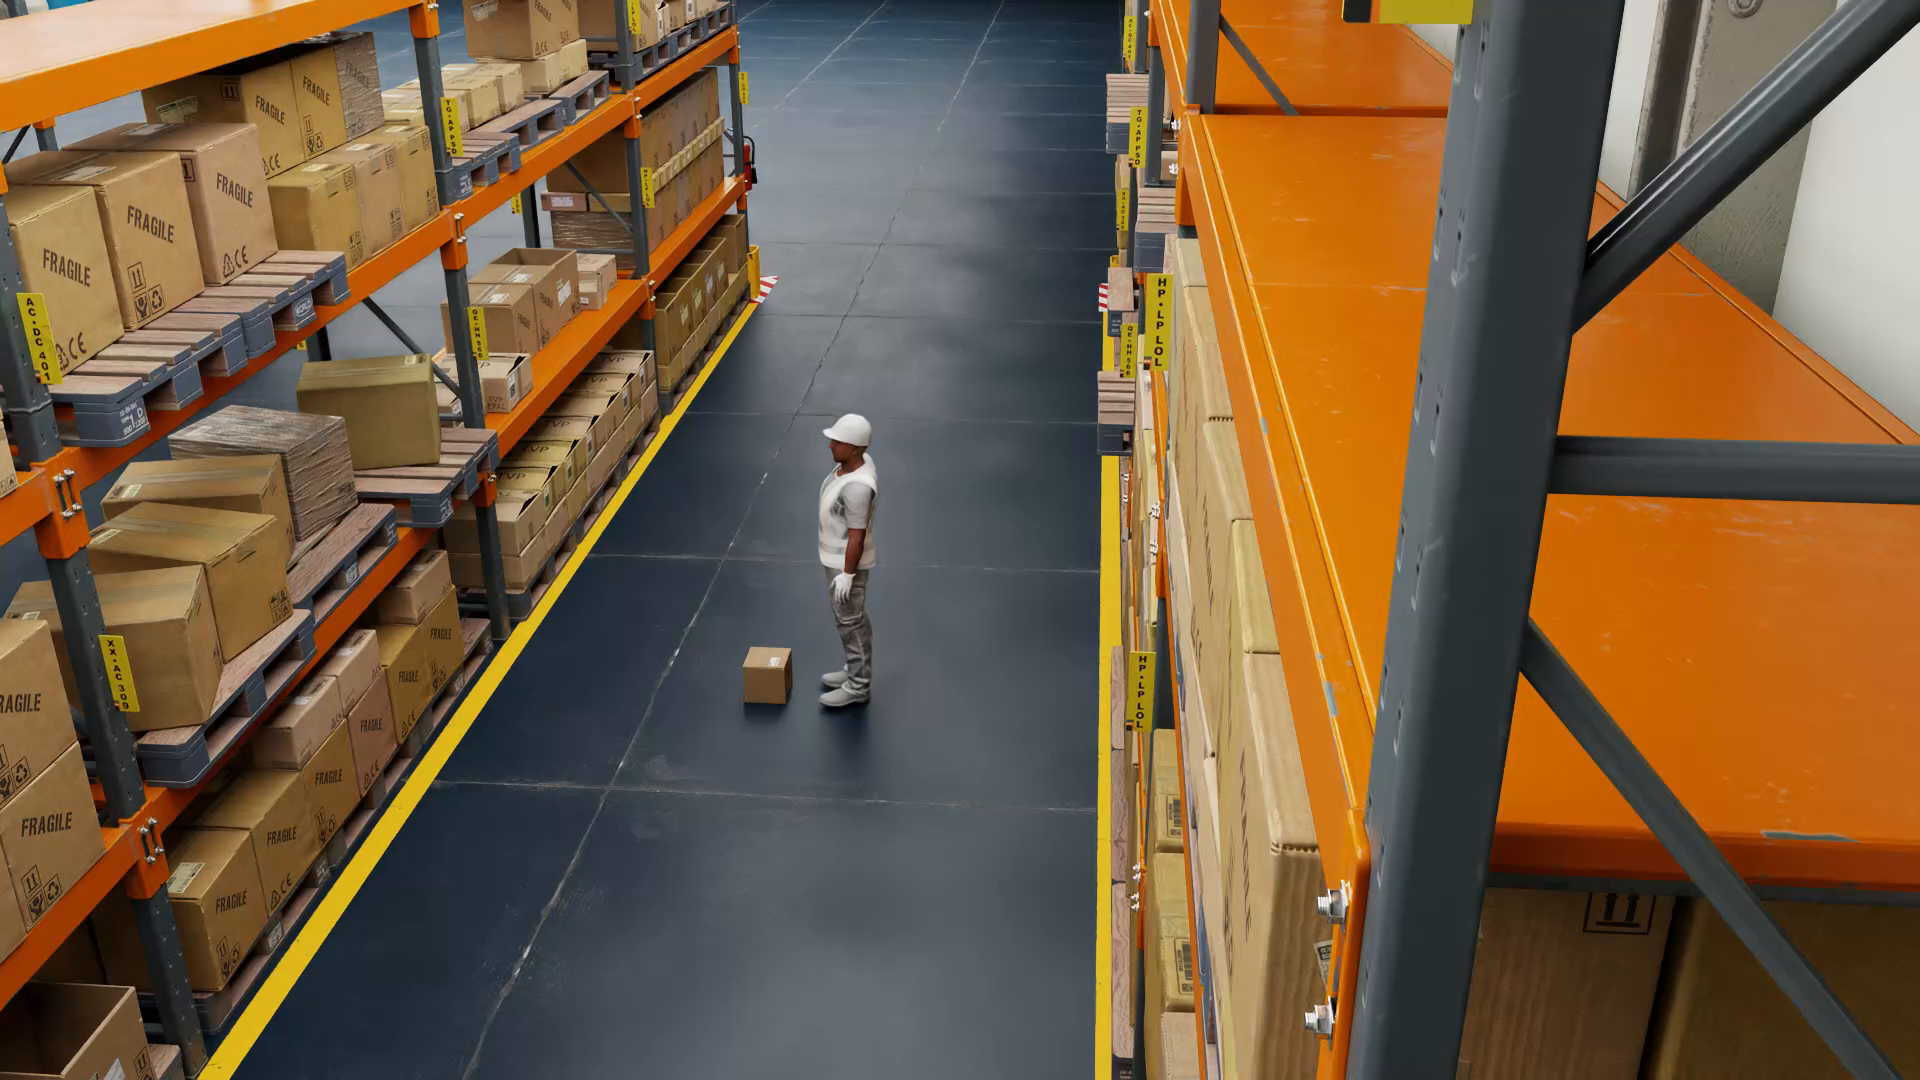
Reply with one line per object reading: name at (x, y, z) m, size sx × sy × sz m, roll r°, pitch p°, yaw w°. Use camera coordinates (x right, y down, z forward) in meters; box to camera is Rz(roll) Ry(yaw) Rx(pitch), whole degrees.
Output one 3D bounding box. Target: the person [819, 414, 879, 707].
person at (-0.658, 0.118, 9.665) m, size 0.385 × 1.786 × 0.558 m, roll -2°, pitch 24°, yaw -4°
